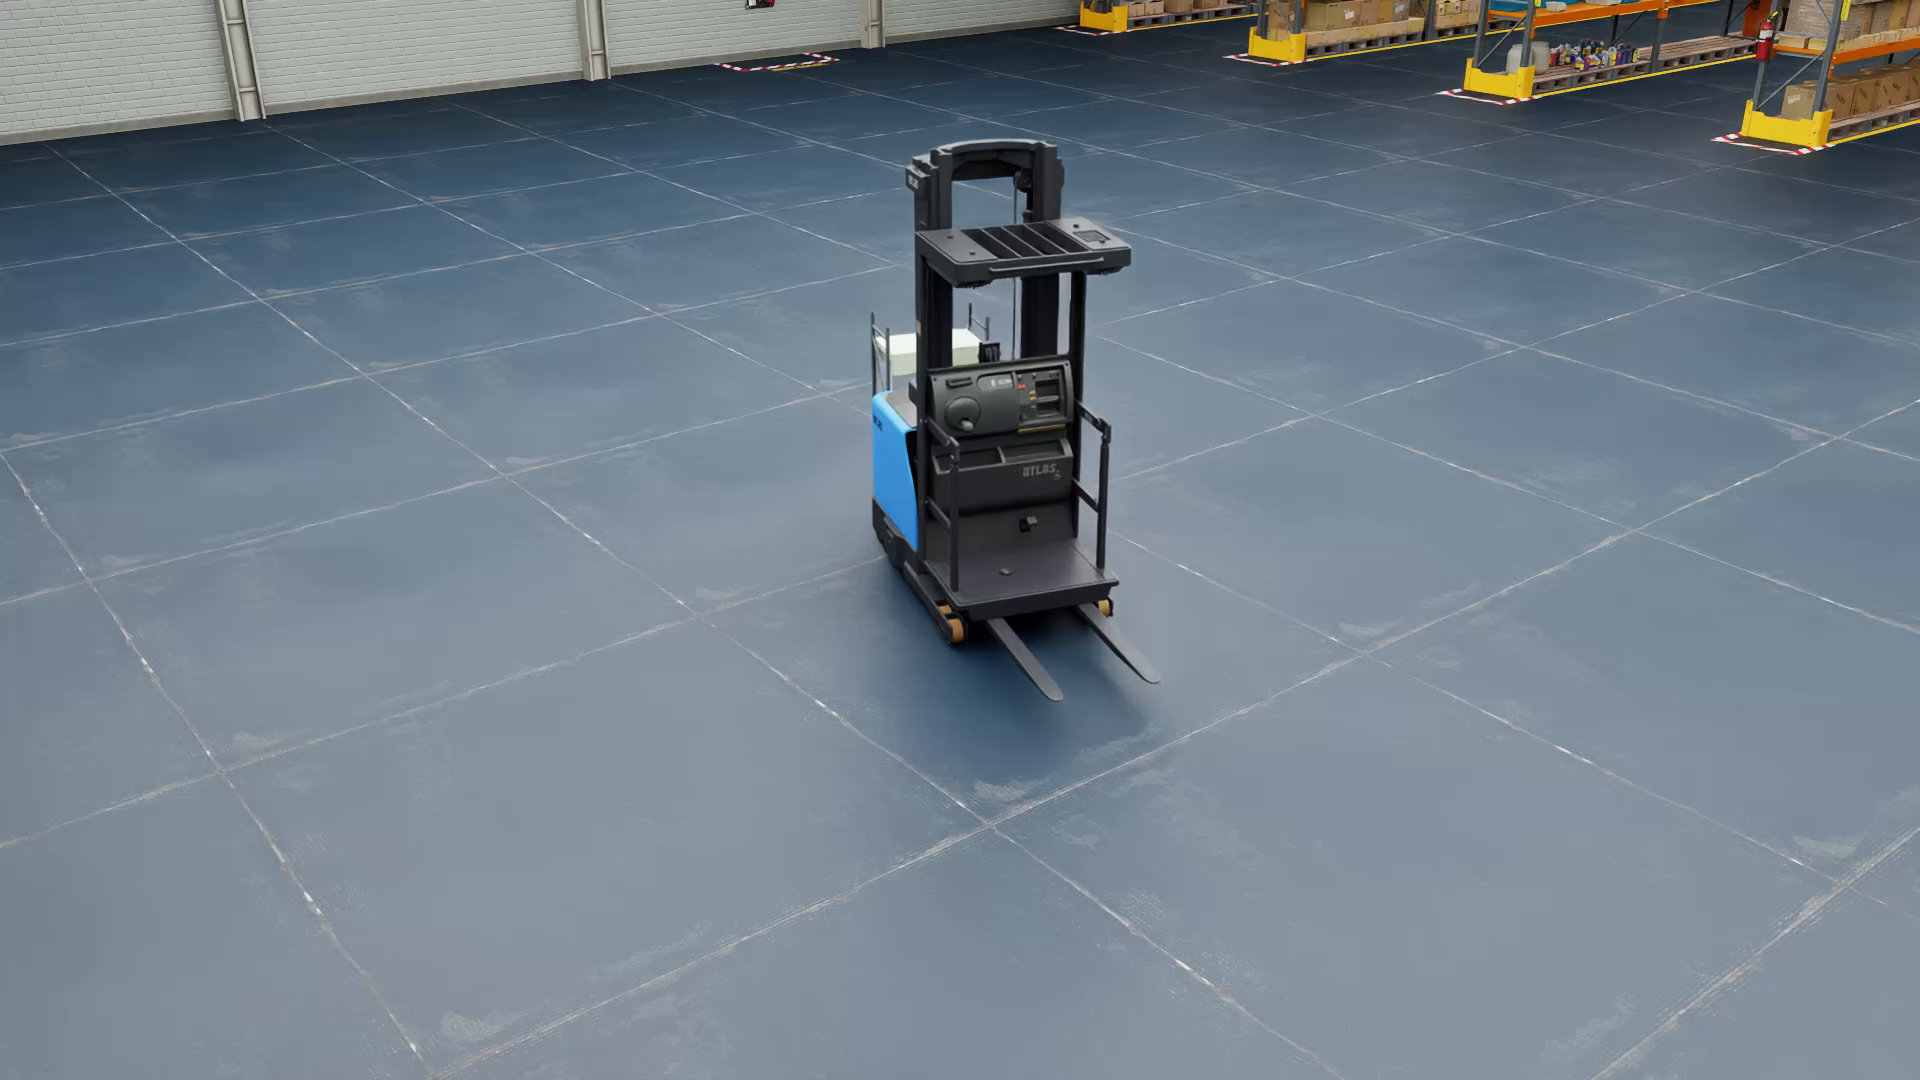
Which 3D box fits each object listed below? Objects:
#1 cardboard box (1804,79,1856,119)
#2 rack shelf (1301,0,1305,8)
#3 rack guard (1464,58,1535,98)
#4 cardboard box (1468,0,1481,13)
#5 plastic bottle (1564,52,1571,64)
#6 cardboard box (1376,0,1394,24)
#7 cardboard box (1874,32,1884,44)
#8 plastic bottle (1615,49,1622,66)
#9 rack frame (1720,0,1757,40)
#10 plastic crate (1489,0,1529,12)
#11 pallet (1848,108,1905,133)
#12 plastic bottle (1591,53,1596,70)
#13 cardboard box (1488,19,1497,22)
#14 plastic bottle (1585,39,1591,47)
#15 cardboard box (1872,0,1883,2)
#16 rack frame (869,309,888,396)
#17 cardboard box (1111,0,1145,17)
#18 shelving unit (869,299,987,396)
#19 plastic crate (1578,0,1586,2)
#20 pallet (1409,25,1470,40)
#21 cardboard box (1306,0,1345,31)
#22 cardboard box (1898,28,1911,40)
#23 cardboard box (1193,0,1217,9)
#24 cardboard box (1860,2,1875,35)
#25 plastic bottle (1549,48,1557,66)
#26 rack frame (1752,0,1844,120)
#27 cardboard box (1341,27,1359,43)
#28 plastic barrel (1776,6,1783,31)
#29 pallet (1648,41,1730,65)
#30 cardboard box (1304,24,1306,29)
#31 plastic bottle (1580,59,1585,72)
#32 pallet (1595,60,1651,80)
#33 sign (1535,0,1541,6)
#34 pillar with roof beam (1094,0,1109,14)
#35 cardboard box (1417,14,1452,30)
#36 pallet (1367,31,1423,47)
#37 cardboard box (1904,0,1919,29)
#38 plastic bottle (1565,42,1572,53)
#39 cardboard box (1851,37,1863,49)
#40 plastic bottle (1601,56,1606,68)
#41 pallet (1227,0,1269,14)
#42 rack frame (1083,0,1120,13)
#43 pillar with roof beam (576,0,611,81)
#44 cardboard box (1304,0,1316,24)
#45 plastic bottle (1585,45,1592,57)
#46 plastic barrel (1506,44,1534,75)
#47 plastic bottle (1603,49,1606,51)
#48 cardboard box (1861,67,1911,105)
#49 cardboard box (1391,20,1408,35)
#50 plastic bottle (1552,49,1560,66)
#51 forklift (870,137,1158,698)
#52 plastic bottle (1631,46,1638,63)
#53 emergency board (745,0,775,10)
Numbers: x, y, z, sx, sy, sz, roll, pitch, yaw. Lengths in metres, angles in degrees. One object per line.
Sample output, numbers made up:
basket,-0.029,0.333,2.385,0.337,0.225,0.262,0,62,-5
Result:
cardboard box,13.099,-6.664,25.143,0.500,0.500,0.500,-10,27,-21
rack shelf,7.612,-10.760,32.352,4.000,0.370,1.077,-18,31,-34
rack guard,9.123,-7.826,28.146,0.348,0.500,1.175,-18,31,-34
cardboard box,10.469,-11.091,34.313,0.500,0.311,0.500,-19,31,-36
plastic bottle,10.828,-8.585,29.614,0.097,0.201,0.097,0,25,0
cardboard box,8.164,-10.439,32.683,0.500,0.500,0.500,-18,31,-34
cardboard box,13.499,-7.492,24.755,0.250,0.149,0.380,-18,31,-34
plastic bottle,11.657,-8.562,29.467,0.133,0.283,0.061,-16,29,-31
rack frame,15.387,-11.003,32.022,0.127,3.000,1.000,-18,31,-34
plastic crate,9.301,-9.086,28.069,0.616,0.251,0.499,-18,31,-34
pallet,13.828,-6.553,25.747,1.213,0.211,1.003,-18,31,-34
plastic bottle,11.059,-8.369,29.066,0.097,0.271,0.097,0,25,0
cardboard box,10.866,-10.971,34.721,0.500,0.250,0.500,-18,30,-33
plastic bottle,11.348,-8.889,30.092,0.185,0.351,0.144,-17,30,-33
cardboard box,13.147,-8.098,24.103,0.500,0.500,0.500,-18,31,-34
rack frame,-0.576,-0.884,12.000,0.023,1.500,0.400,-8,26,-18
cardboard box,3.579,-11.336,35.412,0.500,0.311,0.500,-23,33,-40
shelving unit,-0.231,-0.935,12.110,0.755,1.500,0.431,-8,26,-18
plastic crate,10.997,-9.608,29.269,0.662,0.188,0.450,-18,31,-34
pallet,9.742,-10.545,34.348,1.213,0.211,1.003,-18,31,-34
cardboard box,6.990,-10.046,31.837,0.500,0.500,0.500,-18,31,-34
cardboard box,14.119,-7.671,25.141,0.250,0.149,0.380,-18,31,-34
cardboard box,5.334,-12.028,36.678,0.500,0.500,0.500,-21,32,-38
cardboard box,12.917,-7.767,24.579,0.500,0.500,0.875,-18,31,-34
plastic bottle,10.482,-8.567,29.487,0.135,0.276,0.152,-18,30,-34
rack frame,12.148,-7.284,24.009,0.127,3.000,1.000,-18,31,-34
cardboard box,7.382,-9.836,32.275,0.500,0.250,0.500,-18,31,-34
plastic barrel,16.151,-10.374,33.123,0.421,0.512,0.421,0,25,0
pallet,13.794,-9.234,31.524,1.213,0.211,1.003,-18,31,-34
cardboard box,6.664,-9.881,32.372,0.500,0.250,0.500,-18,31,-34
plastic bottle,10.792,-8.249,28.891,0.097,0.201,0.097,0,25,0
pallet,11.685,-8.538,30.024,1.213,0.211,1.003,-18,31,-34
sign,9.428,-8.867,27.091,0.005,0.325,0.100,-18,31,-34
pillar with roof beam,5.652,-13.970,31.289,0.400,9.000,9.100,-18,31,-34
cardboard box,9.656,-10.571,33.860,0.500,0.250,0.500,-19,31,-35
pallet,8.534,-10.148,33.492,1.213,0.211,1.003,-18,31,-34
cardboard box,14.157,-8.125,25.349,0.500,0.500,0.875,-18,31,-34
plastic bottle,10.865,-8.730,29.749,0.185,0.351,0.144,-19,31,-34
cardboard box,12.934,-7.283,24.306,0.250,0.149,0.380,-18,31,-34
plastic bottle,11.299,-8.417,29.251,0.097,0.201,0.097,0,25,0
pallet,6.738,-12.183,37.878,1.213,0.211,1.003,-18,31,-34
rack frame,2.979,-12.207,34.615,0.127,3.000,1.000,-18,31,-34
pillar with roof beam,-3.791,-10.853,24.572,0.400,9.000,9.100,-18,31,-34
cardboard box,7.055,-10.352,32.497,0.500,0.500,0.500,-18,31,-34
plastic bottle,11.309,-8.776,29.942,0.097,0.271,0.097,0,25,0
plastic barrel,9.563,-8.183,28.402,0.421,0.512,0.421,0,25,0
plastic bottle,11.422,-8.562,29.466,0.133,0.283,0.061,-18,31,-34
cardboard box,14.510,-7.138,26.164,0.500,0.500,0.500,-9,26,-18
cardboard box,8.556,-10.229,33.123,0.500,0.250,0.500,-18,31,-34
plastic bottle,10.548,-8.536,29.410,0.133,0.283,0.061,-18,31,-34
forklift,0.329,-0.881,10.294,1.130,2.935,3.031,-8,26,-18
plastic bottle,12.065,-8.697,29.757,0.133,0.283,0.061,-17,30,-32
emergency board,-3.694,-10.487,30.910,0.643,1.169,0.194,-18,31,-34
